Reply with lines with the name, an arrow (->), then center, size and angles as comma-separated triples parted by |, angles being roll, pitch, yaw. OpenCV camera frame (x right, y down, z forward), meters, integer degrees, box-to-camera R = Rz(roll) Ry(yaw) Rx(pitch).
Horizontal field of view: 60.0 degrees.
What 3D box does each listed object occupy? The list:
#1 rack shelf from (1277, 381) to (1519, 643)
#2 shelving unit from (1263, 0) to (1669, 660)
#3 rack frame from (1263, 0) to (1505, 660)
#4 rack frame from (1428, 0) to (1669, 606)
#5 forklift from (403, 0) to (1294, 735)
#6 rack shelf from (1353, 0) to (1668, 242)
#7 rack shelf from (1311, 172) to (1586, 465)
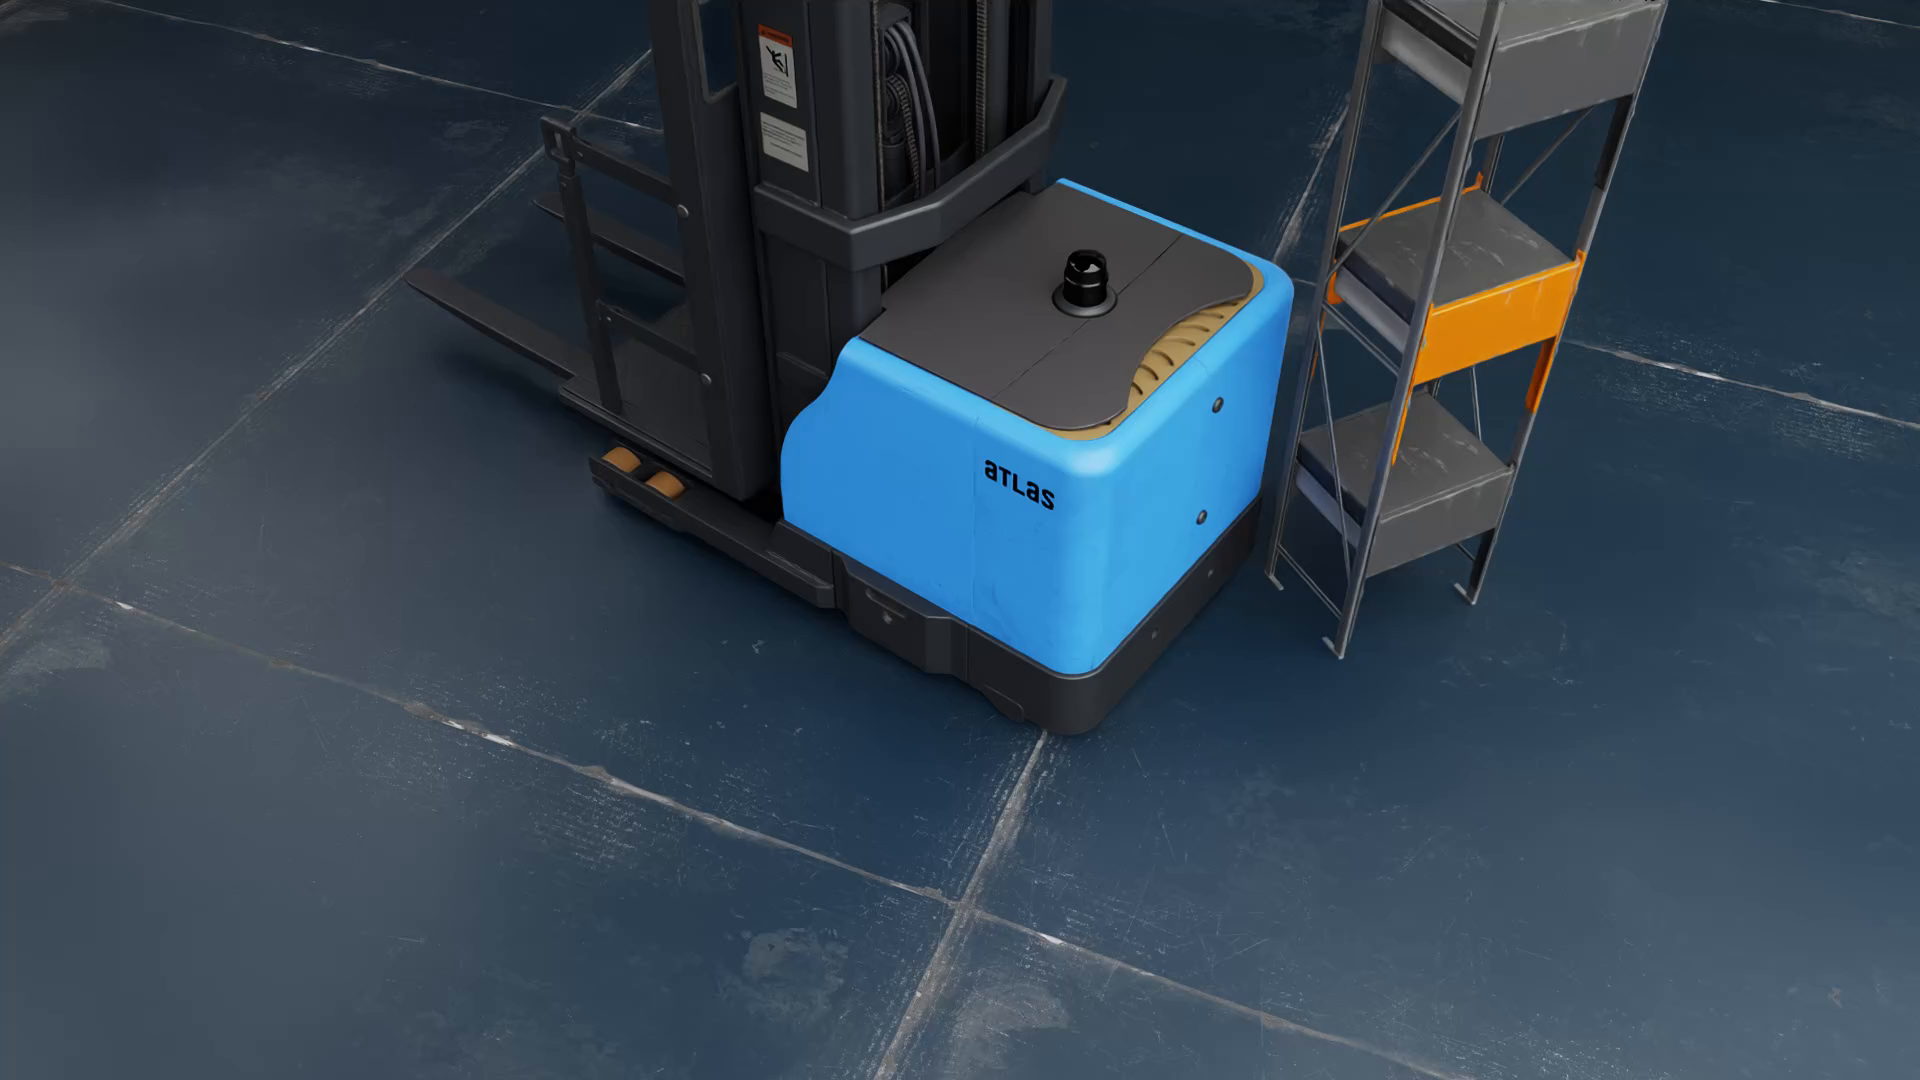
rack shelf -> 1.251, -0.089, 4.861 | 0.480, 0.518, 0.431 | -19, 48, -18
shelving unit -> 1.250, -0.593, 4.355 | 0.503, 2.100, 0.431 | -19, 48, -18
rack frame -> 1.031, -0.516, 4.279 | 0.015, 2.100, 0.400 | -19, 48, -18
rack frame -> 1.468, -0.670, 4.432 | 0.015, 2.100, 0.400 | -19, 48, -18
forklift -> -0.565, -1.358, 4.537 | 3.031, 2.935, 1.130 | 28, 51, 25
rack shelf -> 1.249, -1.078, 3.870 | 0.480, 0.518, 0.431 | -19, 48, -18
rack shelf -> 1.250, -0.583, 4.365 | 0.480, 0.518, 0.431 | -19, 48, -18
